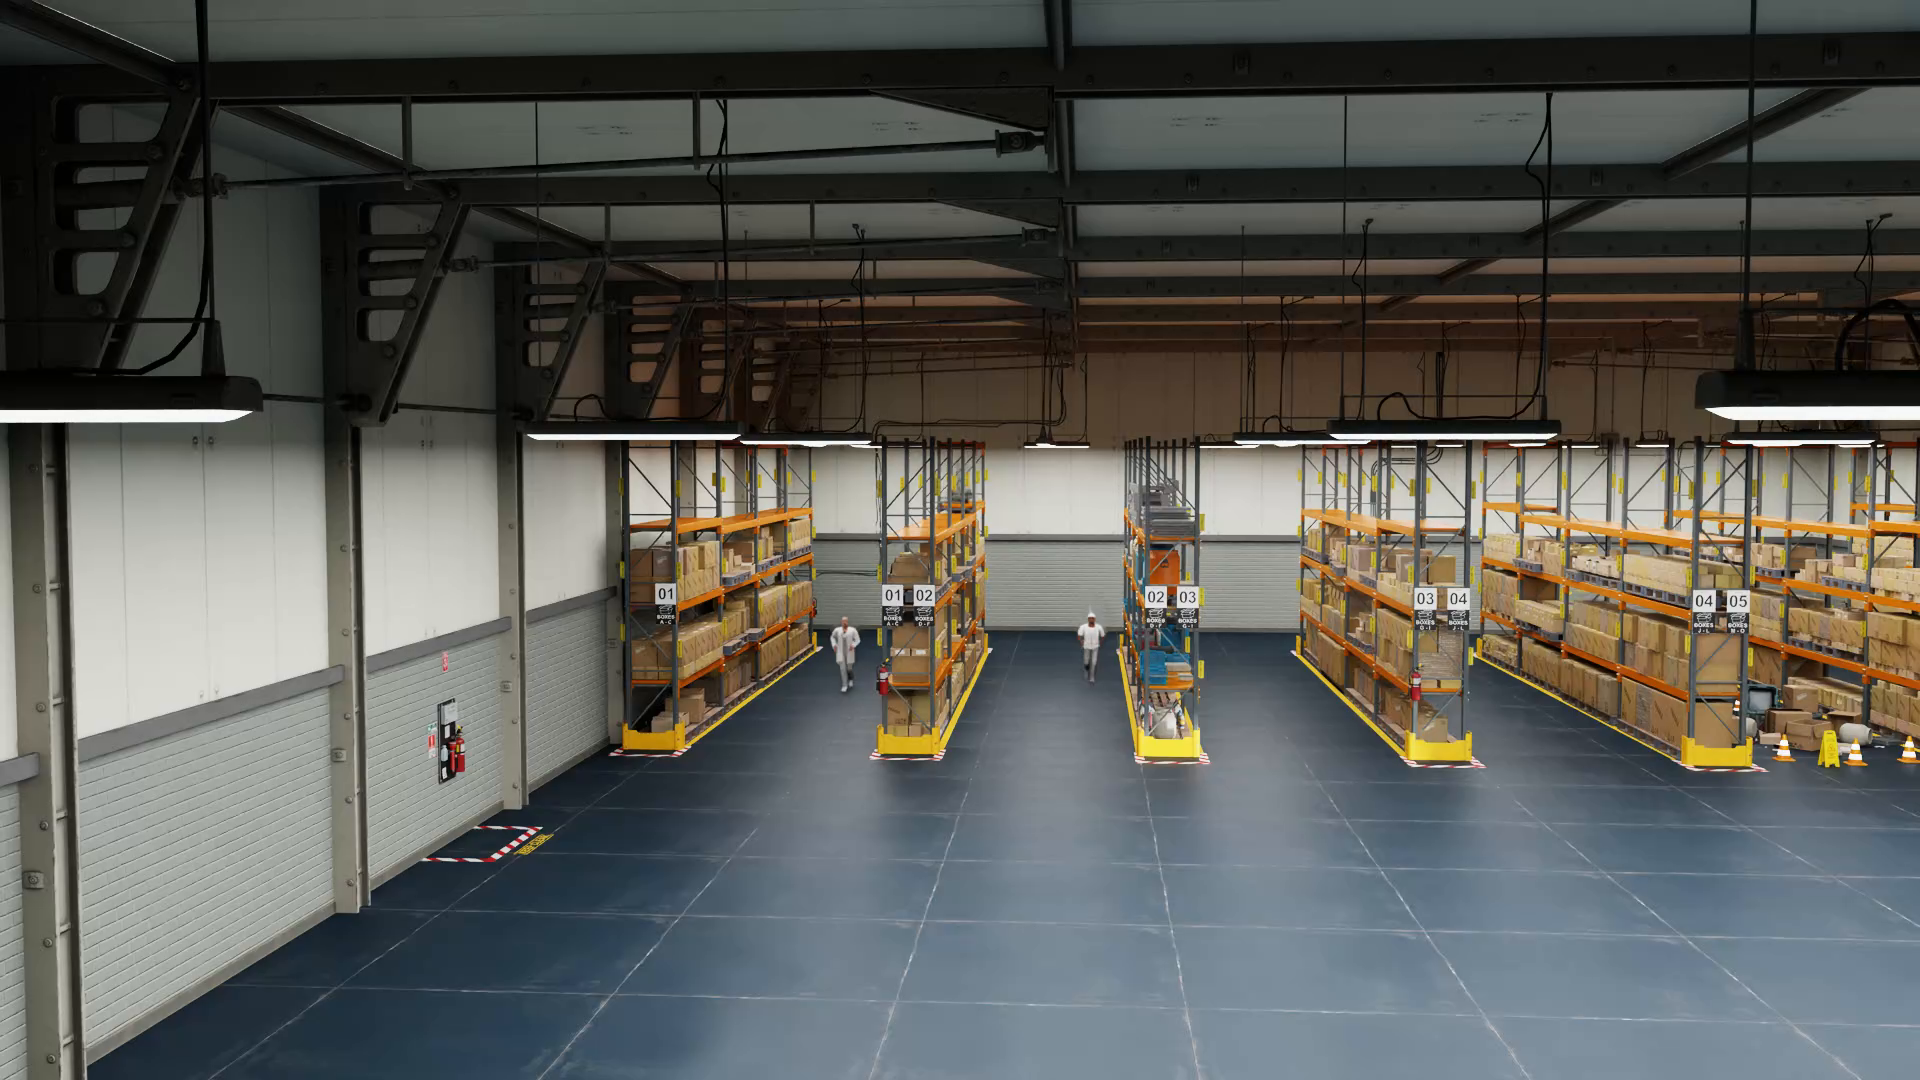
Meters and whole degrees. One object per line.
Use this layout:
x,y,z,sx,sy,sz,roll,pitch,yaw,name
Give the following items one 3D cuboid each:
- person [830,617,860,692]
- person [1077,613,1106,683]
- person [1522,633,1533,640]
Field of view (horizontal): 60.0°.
-2.756,2.718,39.827,0.720,1.761,0.794,0,3,0,person
3.254,2.663,41.130,0.698,1.717,0.606,0,3,3,person
16.156,2.299,47.532,0.730,1.822,0.674,0,3,-9,person
